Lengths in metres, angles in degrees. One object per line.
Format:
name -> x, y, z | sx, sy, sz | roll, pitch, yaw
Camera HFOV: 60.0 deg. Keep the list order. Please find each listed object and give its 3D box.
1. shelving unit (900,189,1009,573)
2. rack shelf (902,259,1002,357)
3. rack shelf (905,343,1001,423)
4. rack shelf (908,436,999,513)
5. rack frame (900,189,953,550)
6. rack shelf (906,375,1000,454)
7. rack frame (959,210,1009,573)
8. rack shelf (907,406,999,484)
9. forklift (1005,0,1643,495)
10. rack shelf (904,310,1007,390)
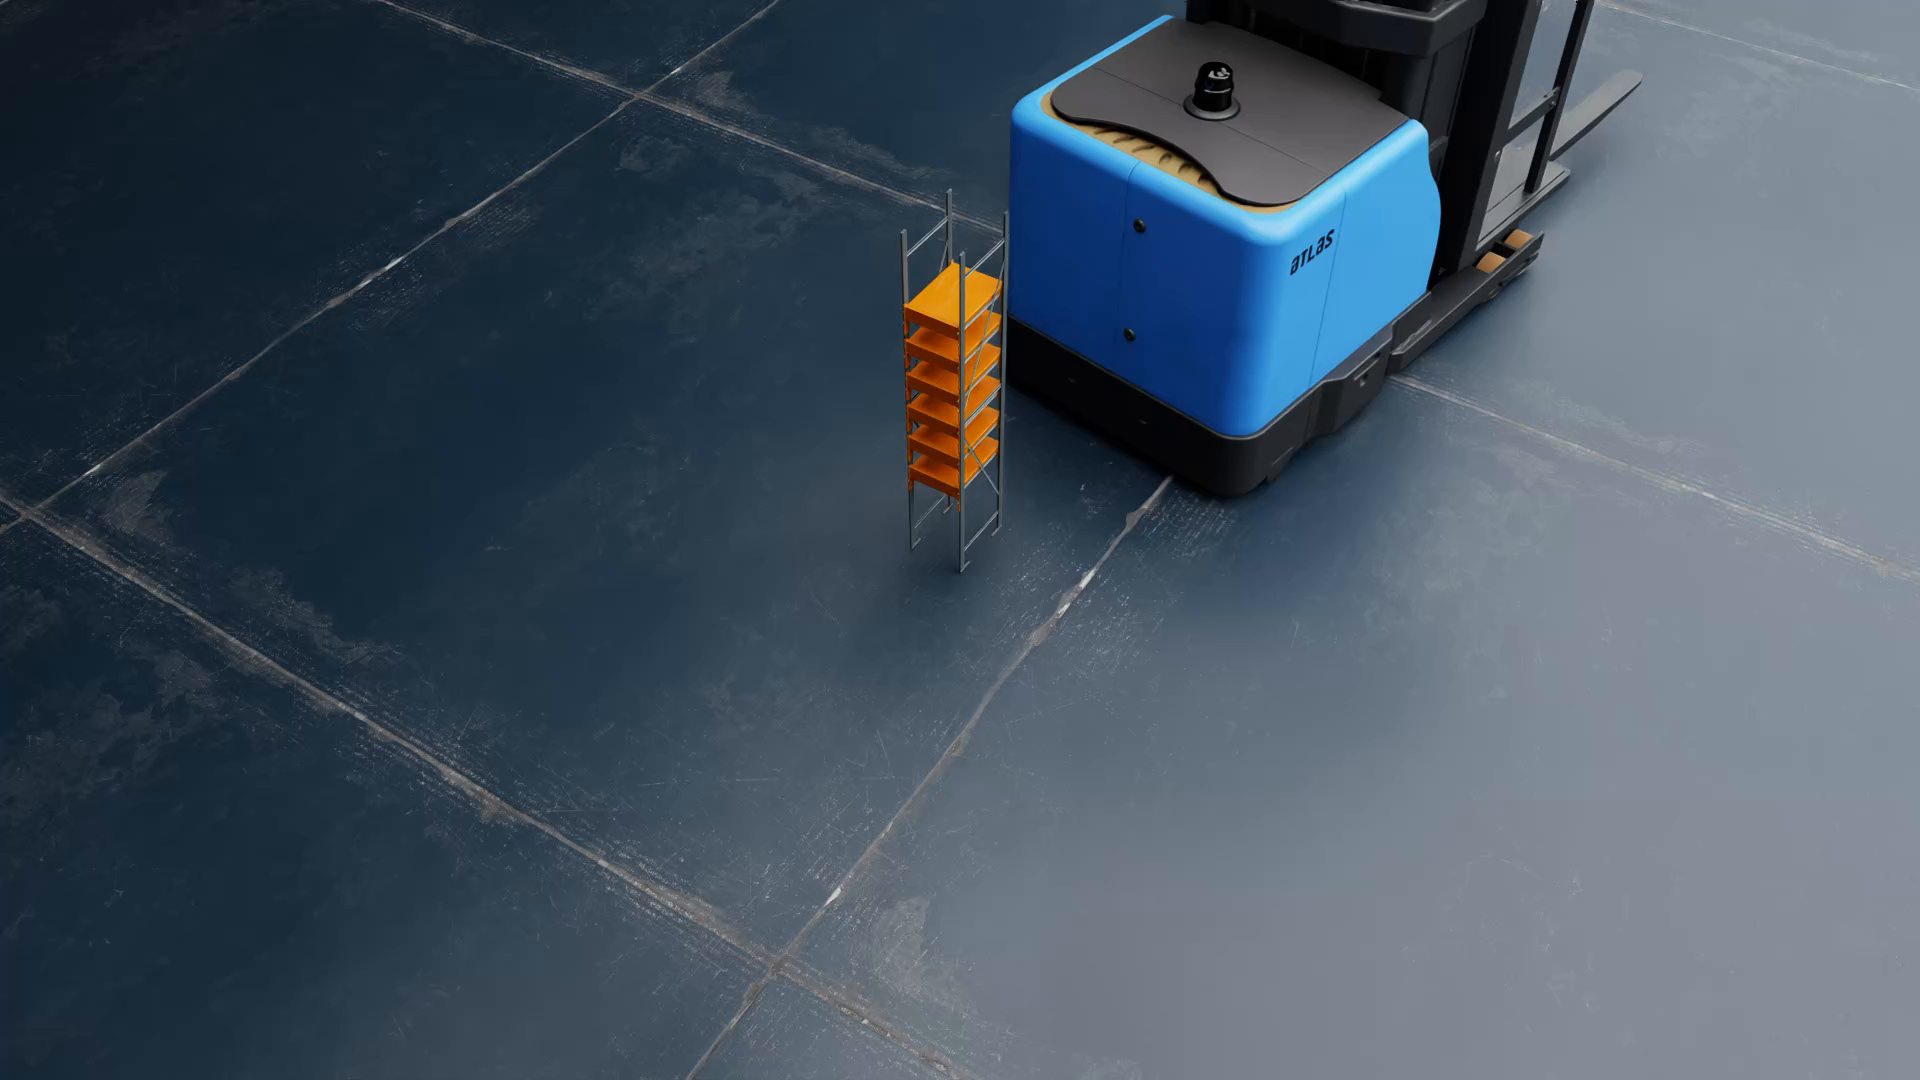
shelving unit -> -0.012, -0.424, 4.825 | 0.189, 1.200, 0.258 | 25, 51, 22
rack shelf -> -0.012, -0.644, 4.599 | 0.180, 0.103, 0.258 | 25, 51, 22
rack shelf -> -0.012, -0.476, 4.771 | 0.180, 0.103, 0.258 | 25, 51, 22
rack shelf -> -0.012, -0.226, 5.029 | 0.180, 0.103, 0.258 | 25, 51, 22
rack frame -> -0.089, -0.459, 4.860 | 0.006, 1.200, 0.240 | 25, 51, 22
rack shelf -> -0.012, -0.393, 4.857 | 0.180, 0.103, 0.258 | 25, 51, 22
rack frame -> 0.065, -0.388, 4.791 | 0.006, 1.200, 0.240 | 25, 51, 22
rack shelf -> -0.012, -0.309, 4.943 | 0.180, 0.103, 0.258 | 25, 51, 22
forklift -> 1.511, -2.132, 5.278 | 1.130, 2.935, 3.031 | 34, 55, 28
rack shelf -> -0.012, -0.560, 4.685 | 0.180, 0.103, 0.258 | 25, 51, 22
